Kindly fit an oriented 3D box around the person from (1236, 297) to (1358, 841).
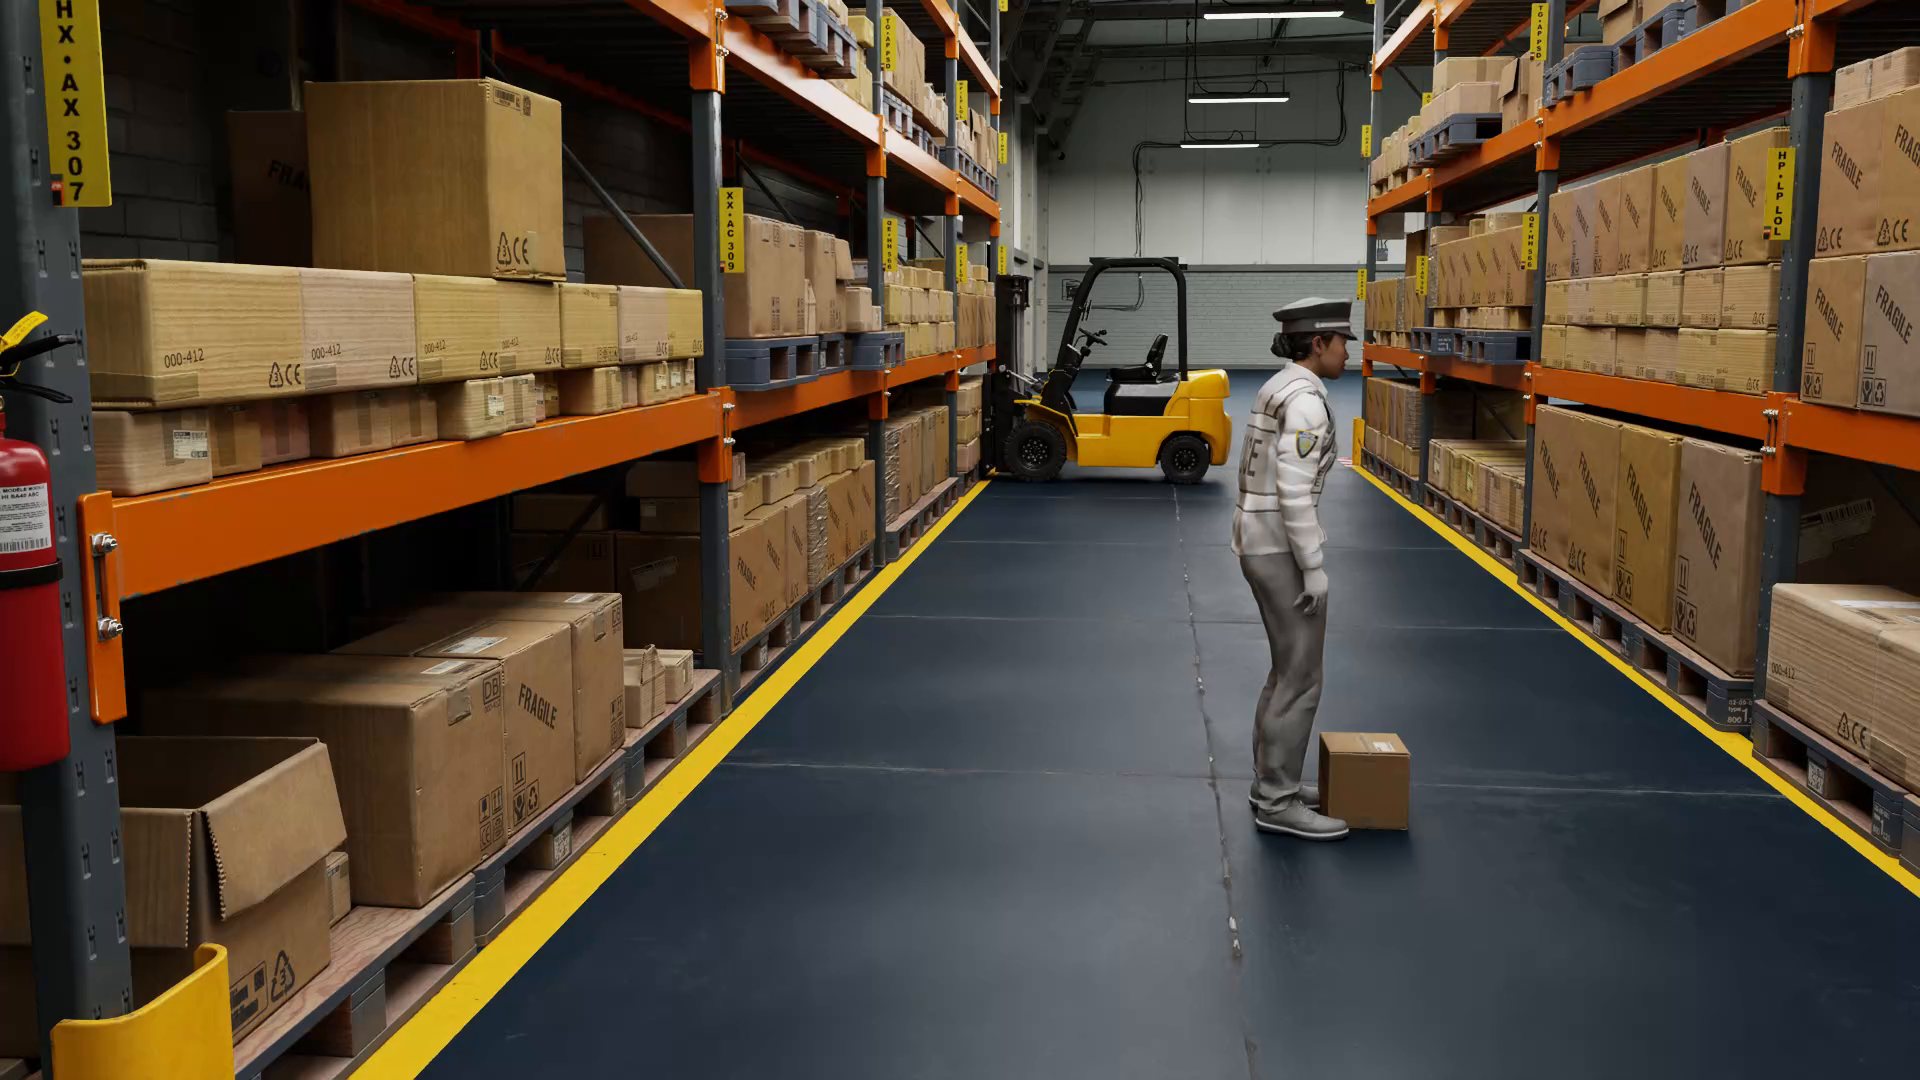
[{"bbox_3d":[1.061,0.073,5.239,0.359,1.664,0.469,0,8,3],"label":"person"}]
